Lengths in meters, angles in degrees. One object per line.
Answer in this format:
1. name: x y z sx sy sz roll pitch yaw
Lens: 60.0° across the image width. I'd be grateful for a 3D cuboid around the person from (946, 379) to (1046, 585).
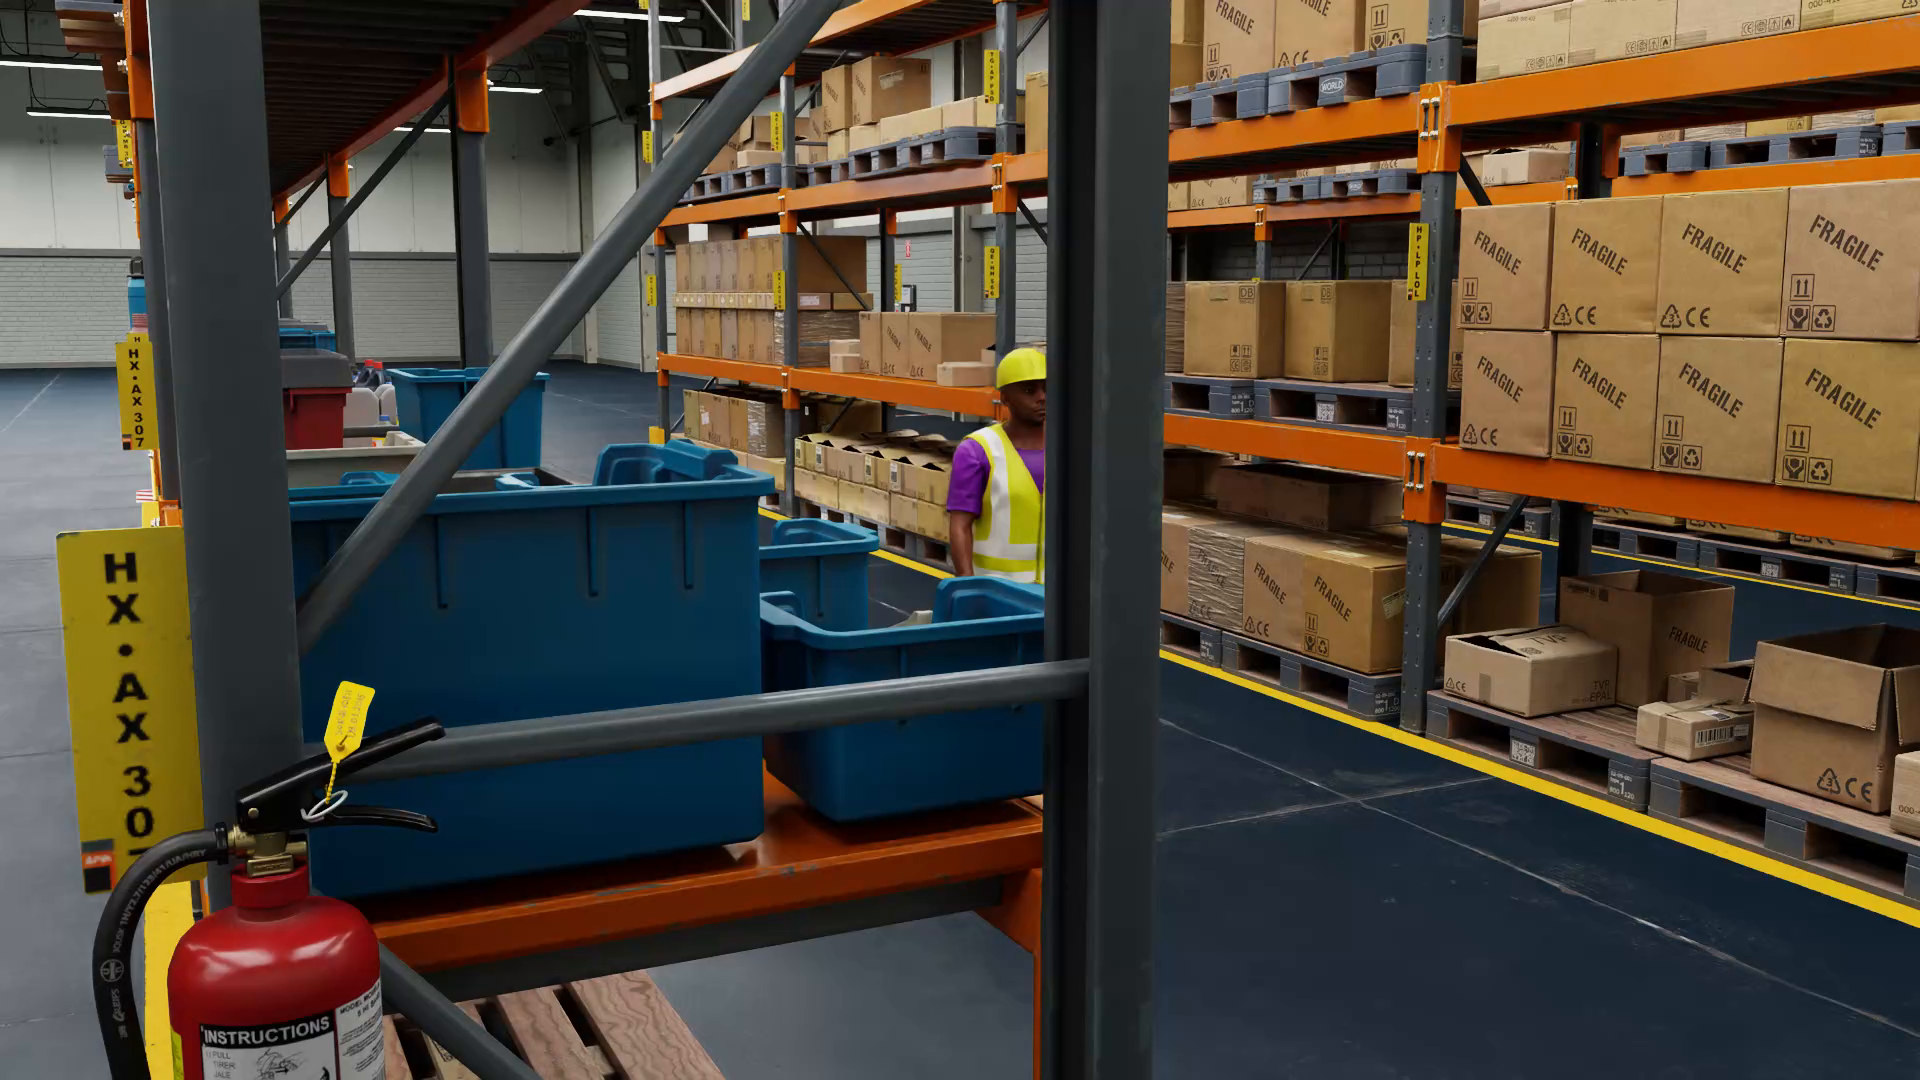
1. person: 0.260 0.207 5.880 0.580 1.679 0.958 -2 9 -14
